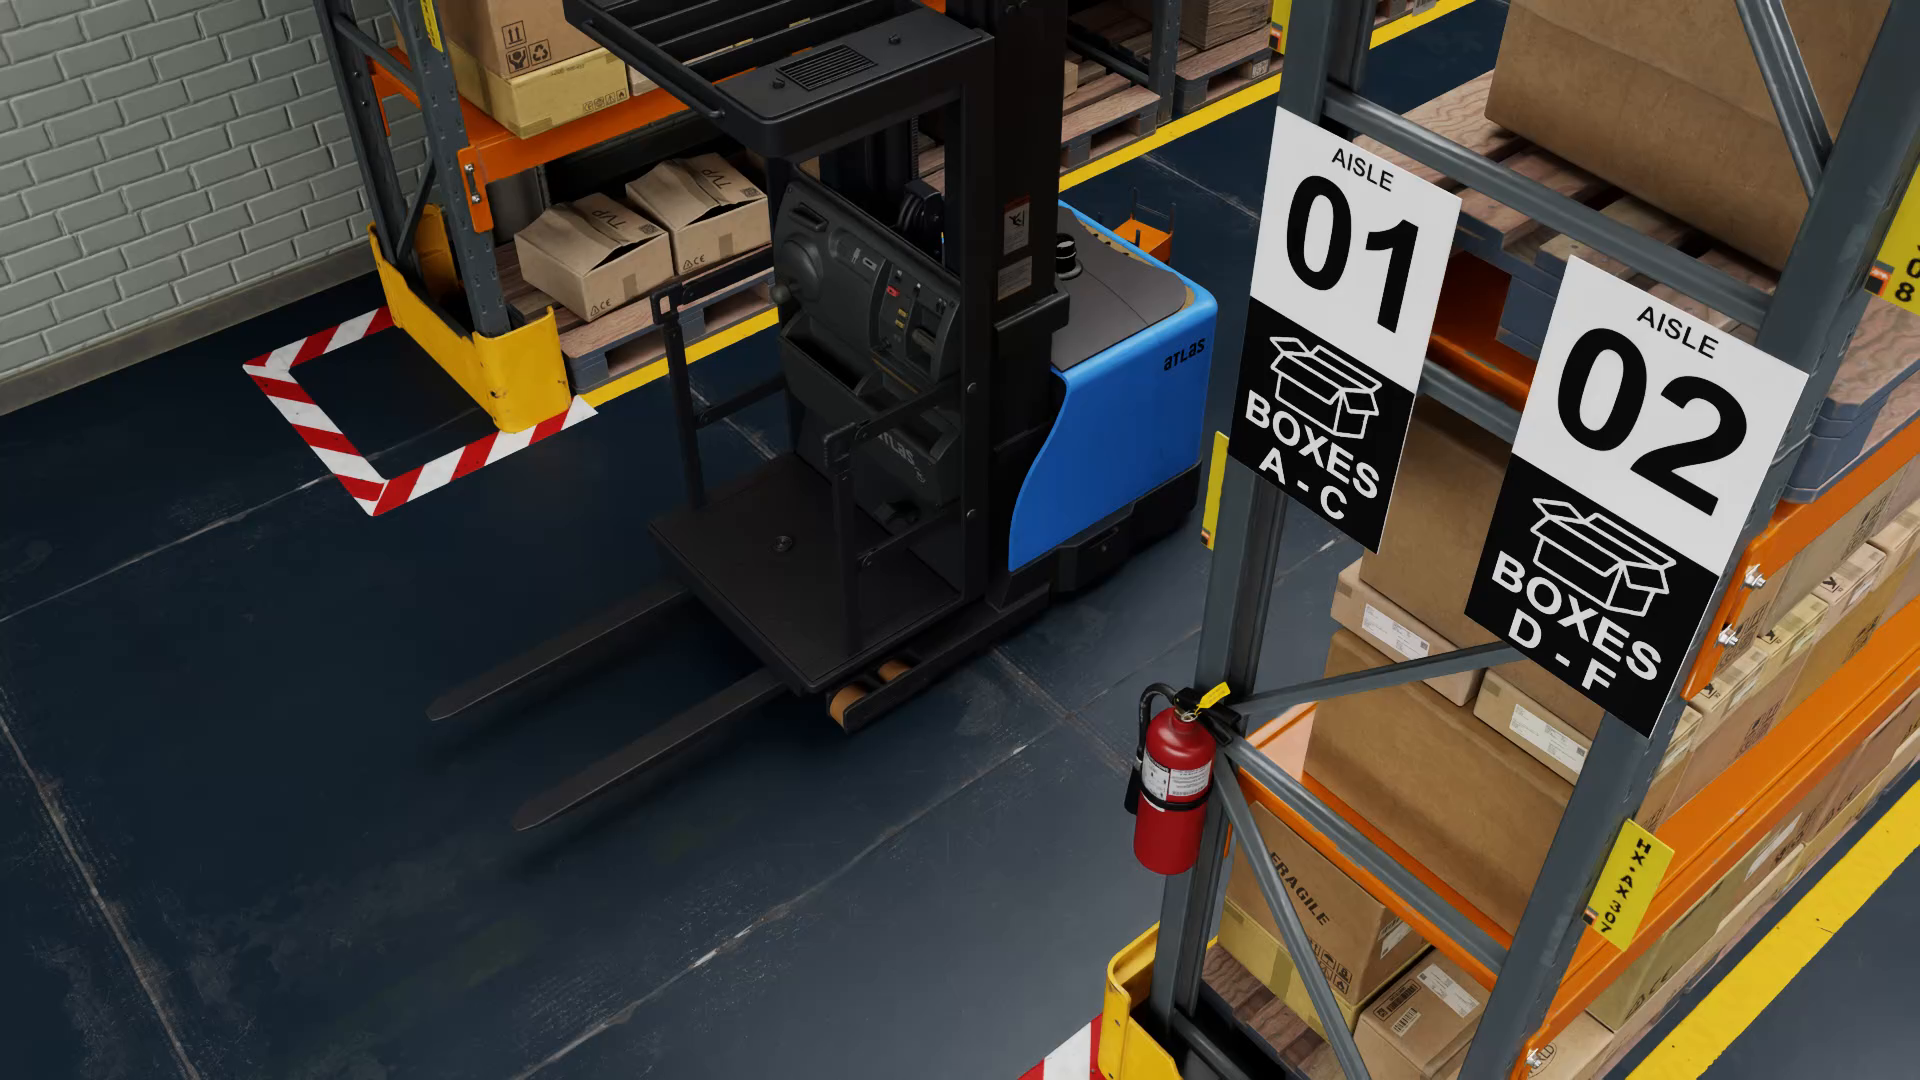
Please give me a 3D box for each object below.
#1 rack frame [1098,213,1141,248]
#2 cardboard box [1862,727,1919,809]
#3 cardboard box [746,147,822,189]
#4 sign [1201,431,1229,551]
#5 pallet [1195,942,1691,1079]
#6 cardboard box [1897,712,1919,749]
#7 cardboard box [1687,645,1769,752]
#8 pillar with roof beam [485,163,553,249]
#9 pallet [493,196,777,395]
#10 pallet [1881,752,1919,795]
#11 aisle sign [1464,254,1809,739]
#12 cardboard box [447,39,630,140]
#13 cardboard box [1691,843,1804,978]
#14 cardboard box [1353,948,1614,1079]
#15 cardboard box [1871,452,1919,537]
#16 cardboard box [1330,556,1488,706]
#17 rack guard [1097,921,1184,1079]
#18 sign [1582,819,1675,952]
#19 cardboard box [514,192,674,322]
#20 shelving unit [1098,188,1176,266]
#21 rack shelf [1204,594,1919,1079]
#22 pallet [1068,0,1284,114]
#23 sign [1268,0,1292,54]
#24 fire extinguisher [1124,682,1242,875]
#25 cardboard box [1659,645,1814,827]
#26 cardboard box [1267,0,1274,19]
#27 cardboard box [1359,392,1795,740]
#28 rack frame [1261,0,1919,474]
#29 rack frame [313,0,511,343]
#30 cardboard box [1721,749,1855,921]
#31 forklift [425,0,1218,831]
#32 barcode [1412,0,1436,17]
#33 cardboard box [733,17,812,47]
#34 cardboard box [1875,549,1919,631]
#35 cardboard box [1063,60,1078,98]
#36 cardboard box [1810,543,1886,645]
[{"bbox_3d":[0.628,-0.871,6.911,0.200,1.050,0.008,29,51,28],"label":"rack frame"},{"bbox_3d":[3.006,0.563,5.661,0.500,0.250,0.500,-30,51,-28],"label":"cardboard box"},{"bbox_3d":[-0.644,-1.941,8.130,0.500,0.500,0.700,-33,52,-30],"label":"cardboard box"},{"bbox_3d":[0.579,-0.089,3.634,0.005,0.325,0.100,-30,51,-28],"label":"sign"},{"bbox_3d":[1.477,1.369,5.138,1.213,0.211,1.003,-30,51,-28],"label":"pallet"},{"bbox_3d":[2.998,0.283,5.411,0.500,0.500,0.500,-30,51,-28],"label":"cardboard box"},{"bbox_3d":[1.557,0.261,3.734,0.250,0.149,0.380,-31,51,-29],"label":"cardboard box"},{"bbox_3d":[0.480,-2.577,2.920,0.400,9.000,9.100,-30,51,-28],"label":"pillar with roof beam"},{"bbox_3d":[-1.560,-1.244,7.920,1.213,0.211,1.003,-30,51,-28],"label":"pallet"},{"bbox_3d":[3.348,0.298,6.279,1.213,0.211,1.003,-30,51,-28],"label":"pallet"},{"bbox_3d":[1.063,-0.047,2.710,0.004,0.787,0.394,-30,51,-28],"label":"aisle sign"},{"bbox_3d":[-1.686,-1.889,6.665,0.500,0.250,0.500,-31,51,-29],"label":"cardboard box"},{"bbox_3d":[2.236,1.000,5.195,0.500,0.250,0.500,-30,51,-28],"label":"cardboard box"},{"bbox_3d":[1.471,1.441,4.726,0.500,0.250,0.500,-30,51,-28],"label":"cardboard box"},{"bbox_3d":[2.110,-0.476,4.045,0.500,0.500,0.700,-30,51,-28],"label":"cardboard box"},{"bbox_3d":[1.088,0.170,3.831,0.250,0.149,0.380,-31,51,-28],"label":"cardboard box"},{"bbox_3d":[0.899,1.633,4.647,0.348,0.500,1.175,-30,51,-28],"label":"rack guard"},{"bbox_3d":[1.268,0.661,3.165,0.005,0.325,0.100,-30,51,-28],"label":"sign"},{"bbox_3d":[-1.676,-1.326,7.613,0.500,0.311,0.500,33,52,30],"label":"cardboard box"},{"bbox_3d":[0.705,-0.936,6.980,0.215,1.050,0.252,29,51,28],"label":"shelving unit"},{"bbox_3d":[2.451,0.095,4.984,4.000,0.370,1.077,-30,51,-28],"label":"rack shelf"},{"bbox_3d":[1.400,-2.972,9.760,1.213,0.211,1.003,-30,51,-28],"label":"pallet"},{"bbox_3d":[0.579,-0.967,2.809,0.005,0.325,0.100,-30,51,-28],"label":"sign"},{"bbox_3d":[0.528,0.547,4.033,0.183,0.674,0.296,-30,51,-28],"label":"fire extinguisher"},{"bbox_3d":[1.683,0.243,4.227,0.500,0.500,0.700,-28,50,-27],"label":"cardboard box"},{"bbox_3d":[1.722,-3.480,9.769,0.500,0.500,0.700,-31,51,-29],"label":"cardboard box"},{"bbox_3d":[1.324,-0.020,3.560,0.500,0.500,0.700,-30,51,-28],"label":"cardboard box"},{"bbox_3d":[0.917,-1.476,1.748,0.127,3.000,1.000,-30,51,-28],"label":"rack frame"},{"bbox_3d":[-2.264,-1.889,6.570,0.127,3.000,1.000,-30,51,-28],"label":"rack frame"},{"bbox_3d":[2.229,0.721,4.945,0.500,0.500,0.500,-30,51,-28],"label":"cardboard box"},{"bbox_3d":[-0.486,-0.794,5.454,3.031,2.935,1.130,-30,51,-28],"label":"forklift"},{"bbox_3d":[0.839,-0.980,2.987,0.075,0.075,0.001,-30,51,-28],"label":"barcode"},{"bbox_3d":[-0.902,-2.345,7.151,0.500,0.250,0.500,-31,51,-28],"label":"cardboard box"},{"bbox_3d":[2.469,-0.205,4.705,0.500,0.500,0.700,-28,50,-27],"label":"cardboard box"},{"bbox_3d":[0.413,-2.523,8.993,0.380,0.166,0.250,32,52,30],"label":"cardboard box"},{"bbox_3d":[1.944,0.043,3.966,0.250,0.149,0.380,-31,51,-28],"label":"cardboard box"}]
